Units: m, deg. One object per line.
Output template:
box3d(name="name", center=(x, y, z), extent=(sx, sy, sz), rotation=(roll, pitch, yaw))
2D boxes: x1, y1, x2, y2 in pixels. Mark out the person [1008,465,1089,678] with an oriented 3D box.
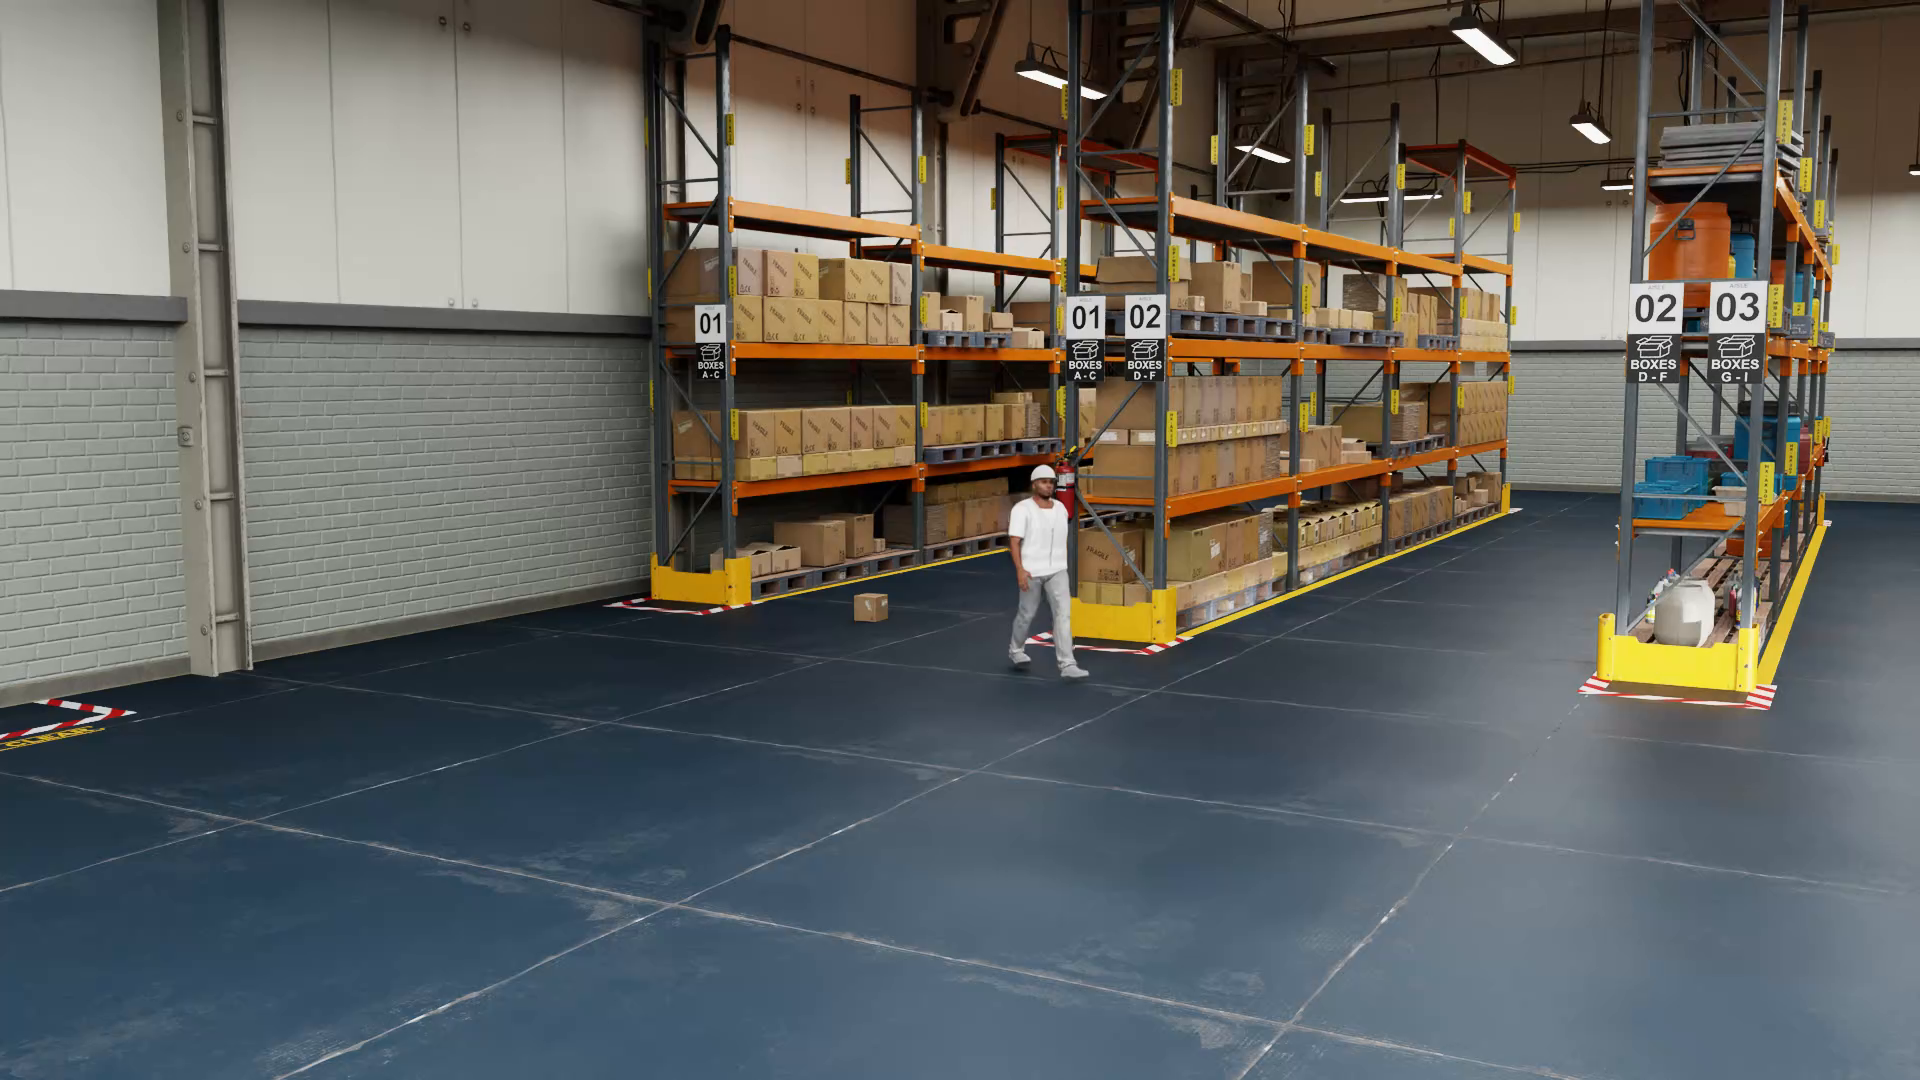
box3d(name="person", center=(0.691, 0.250, 13.622), extent=(0.601, 1.722, 1.032), rotation=(-3, 6, -23))
